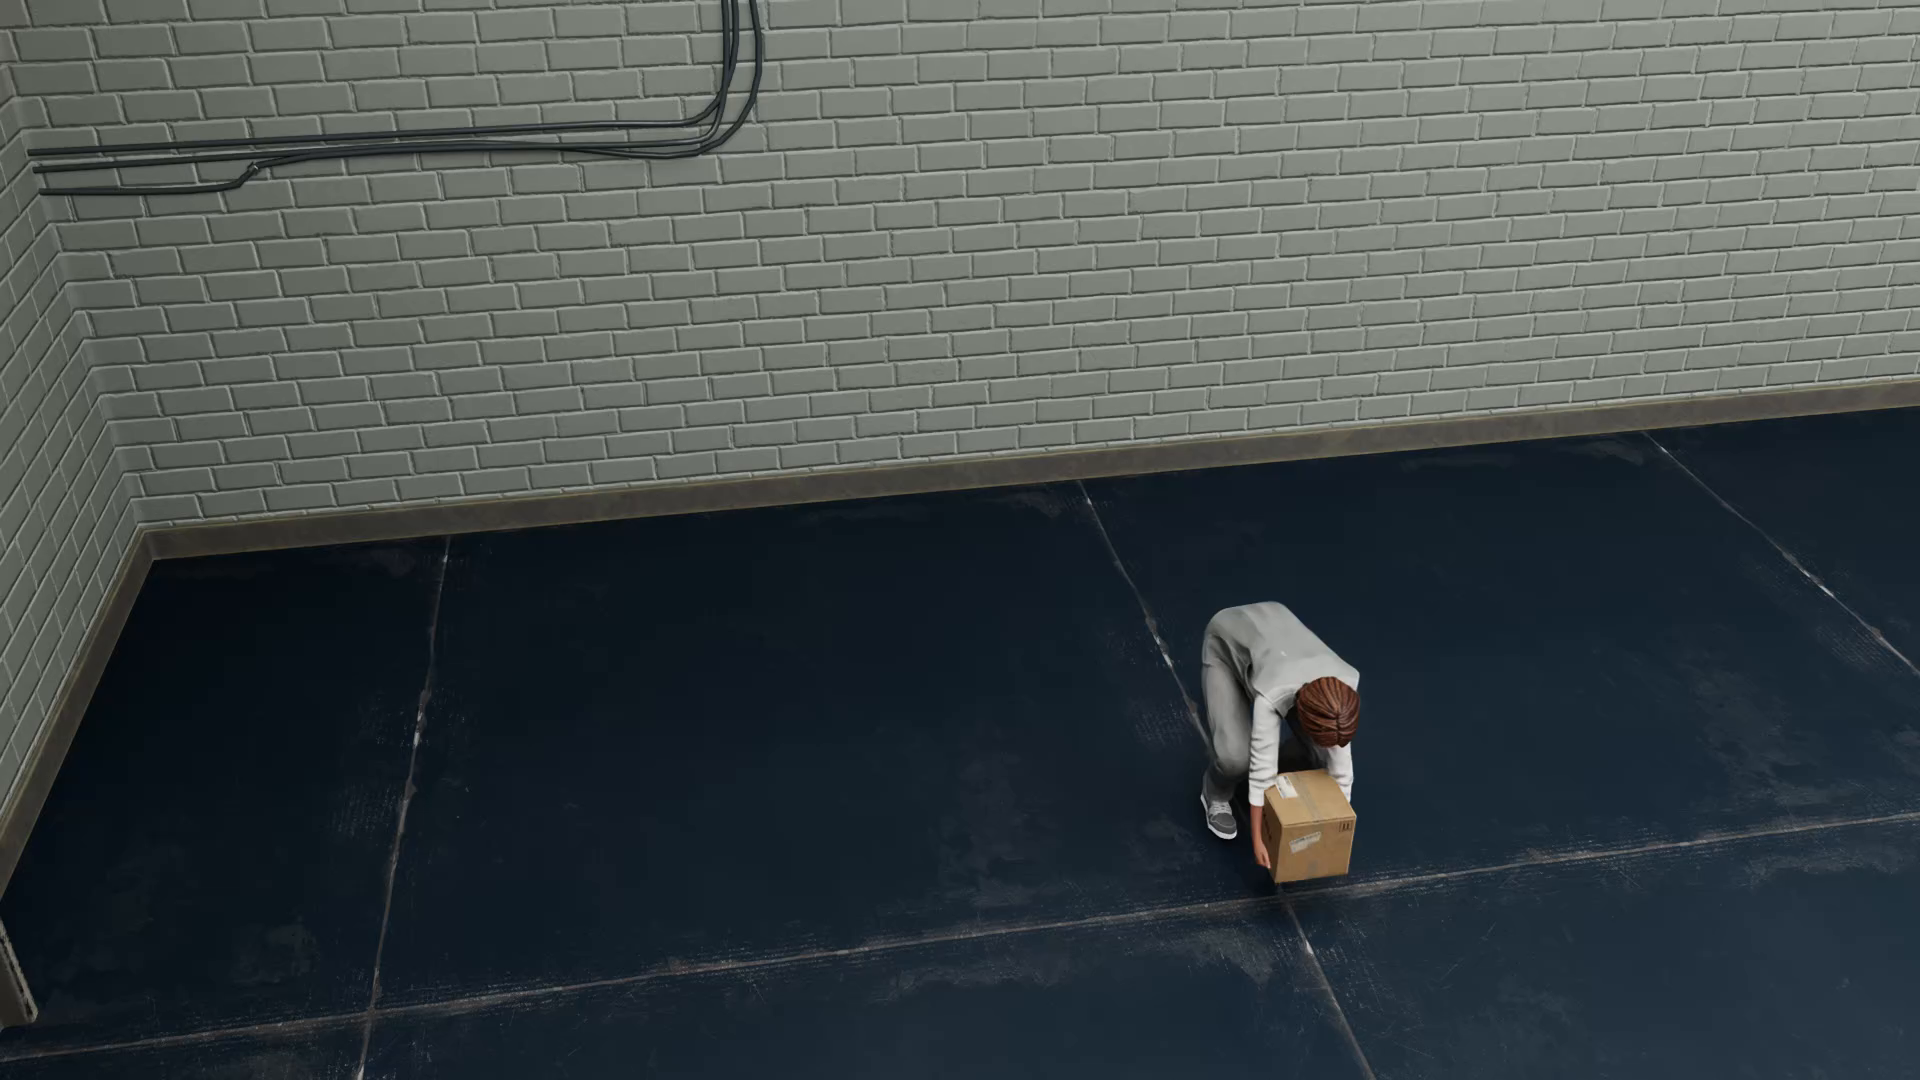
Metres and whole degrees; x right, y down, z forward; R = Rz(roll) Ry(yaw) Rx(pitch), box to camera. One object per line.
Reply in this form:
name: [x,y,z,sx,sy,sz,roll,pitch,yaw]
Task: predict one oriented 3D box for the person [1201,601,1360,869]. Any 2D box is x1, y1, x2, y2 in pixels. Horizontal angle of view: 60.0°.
person: [1.083,0.682,5.669,0.431,0.920,0.861,-7,32,-11]
